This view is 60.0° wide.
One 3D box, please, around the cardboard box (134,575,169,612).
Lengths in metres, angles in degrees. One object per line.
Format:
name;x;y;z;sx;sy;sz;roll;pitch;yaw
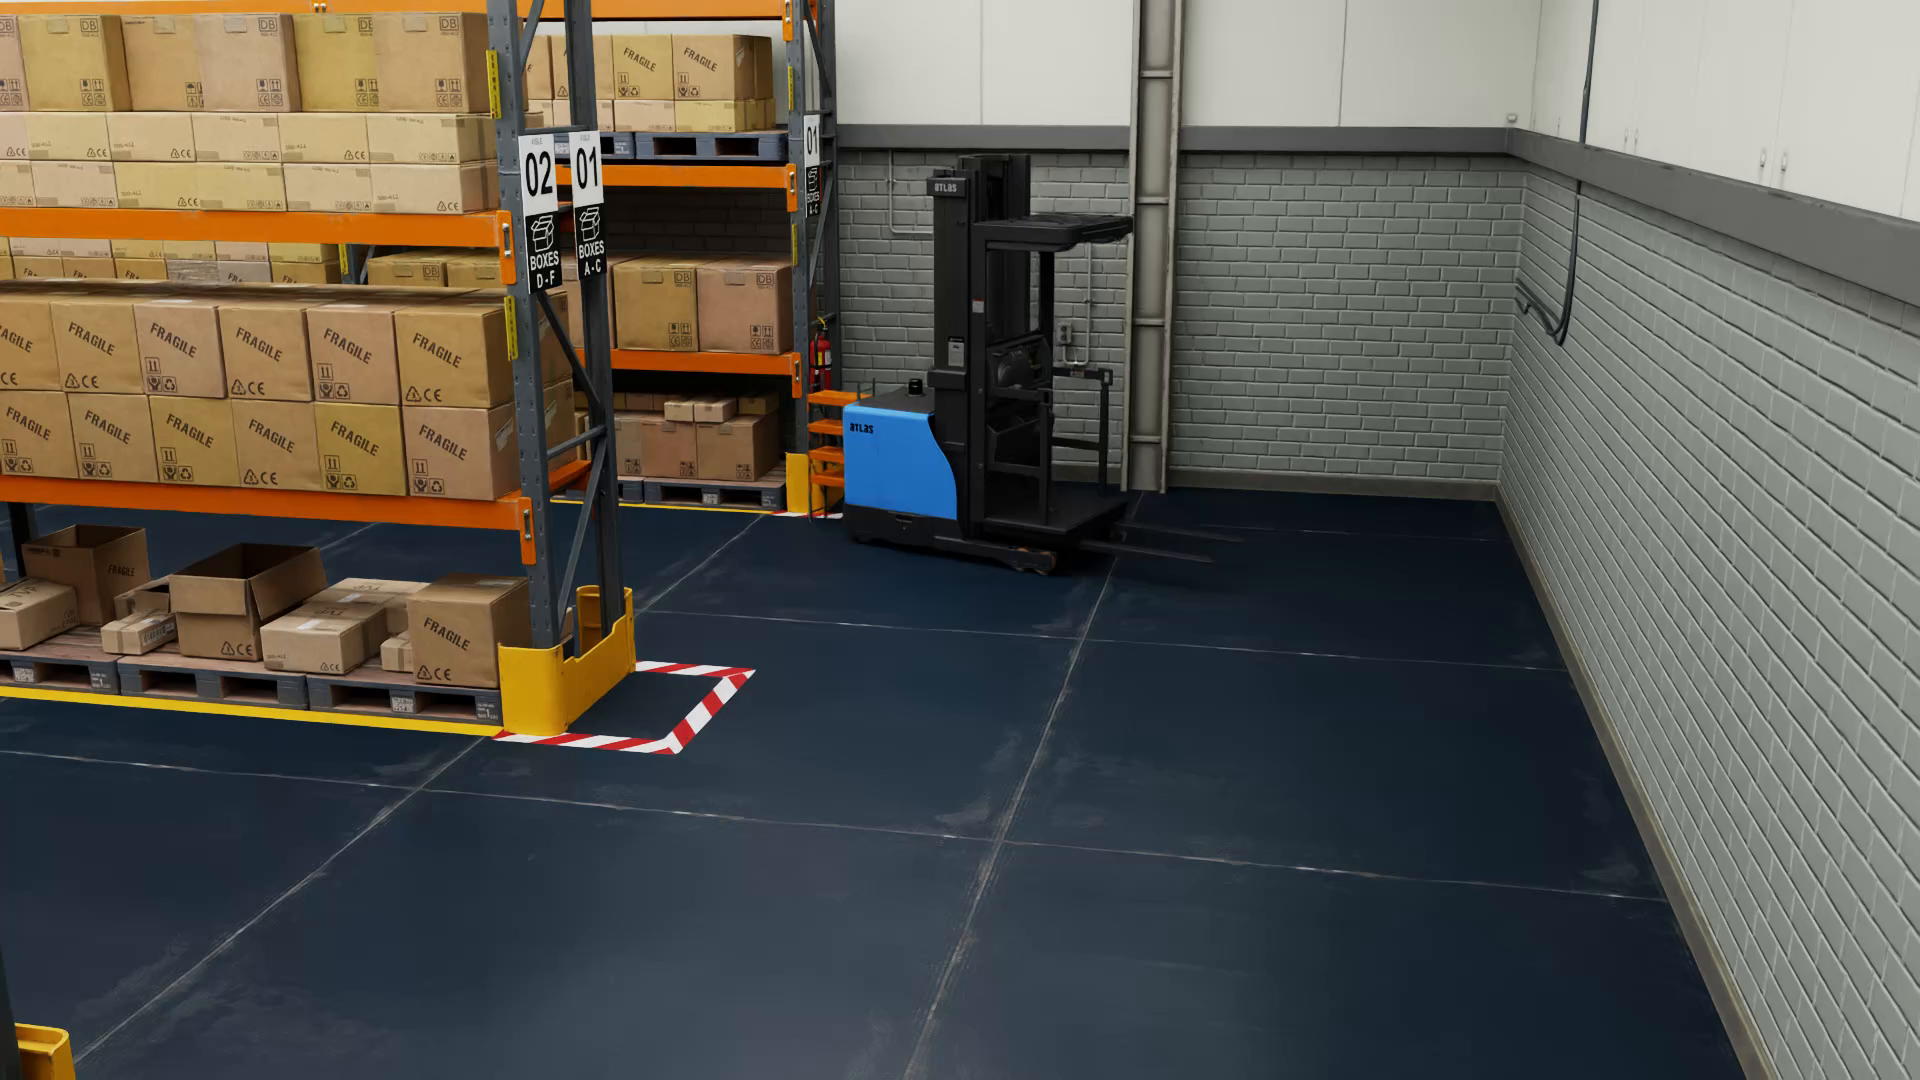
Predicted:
cardboard box;-4.745;0.343;10.347;0.500;0.311;0.500;3;16;11

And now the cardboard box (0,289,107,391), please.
cardboard box;-5.184;-1.141;9.430;0.500;0.500;0.500;3;16;9

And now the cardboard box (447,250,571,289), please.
cardboard box;-3.869;-2.104;14.406;0.700;0.700;0.980;3;16;10

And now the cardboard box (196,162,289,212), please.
cardboard box;-3.711;-1.908;8.923;0.500;0.250;0.500;3;16;11

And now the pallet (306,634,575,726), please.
pallet;-3.031;0.774;9.803;1.213;0.211;1.003;3;16;11

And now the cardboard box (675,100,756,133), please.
cardboard box;-1.962;-3.413;13.383;0.500;0.250;0.500;4;16;13

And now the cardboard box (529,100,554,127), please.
cardboard box;-3.486;-3.495;13.677;0.500;0.250;0.500;3;16;10

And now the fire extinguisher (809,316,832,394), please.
fire extinguisher;-1.136;-1.474;13.538;0.183;0.674;0.296;3;16;11

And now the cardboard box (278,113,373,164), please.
cardboard box;-3.219;-2.125;8.770;0.500;0.250;0.500;3;16;11

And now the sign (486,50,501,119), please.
sign;-2.305;-2.252;8.225;0.005;0.325;0.100;3;16;11

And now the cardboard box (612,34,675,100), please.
cardboard box;-2.451;-3.802;13.382;0.500;0.500;0.500;4;16;13

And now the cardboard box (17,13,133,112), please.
cardboard box;-4.658;-2.608;9.107;0.500;0.500;0.700;3;16;11

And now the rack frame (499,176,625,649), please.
rack frame;-2.175;-0.524;9.264;0.127;3.000;1.000;3;16;11

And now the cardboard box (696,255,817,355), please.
cardboard box;-1.693;-1.989;13.991;0.700;0.700;0.980;4;16;14

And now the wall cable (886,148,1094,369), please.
wall cable;0.252;-2.489;14.455;1.851;1.984;0.084;3;16;11

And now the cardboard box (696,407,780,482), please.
cardboard box;-1.898;-0.829;14.260;0.500;0.500;0.700;3;16;11

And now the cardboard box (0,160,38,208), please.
cardboard box;-5.179;-1.992;9.225;0.500;0.250;0.500;3;16;11

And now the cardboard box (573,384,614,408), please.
cardboard box;-3.226;-1.267;14.629;0.250;0.149;0.380;3;16;10

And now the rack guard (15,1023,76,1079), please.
rack guard;-3.140;1.974;4.928;0.348;0.500;1.175;3;16;11

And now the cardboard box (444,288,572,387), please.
cardboard box;-2.557;-1.146;9.451;0.500;0.500;0.500;4;16;13

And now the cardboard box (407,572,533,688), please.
cardboard box;-2.757;0.504;9.411;0.500;0.500;0.500;3;16;11

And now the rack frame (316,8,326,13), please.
rack frame;-5.111;-4.924;13.910;0.127;3.000;1.000;3;16;11

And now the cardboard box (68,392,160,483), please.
cardboard box;-4.658;-0.633;9.470;0.500;0.500;0.500;3;16;11

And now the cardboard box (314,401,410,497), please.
cardboard box;-3.177;-0.551;9.176;0.500;0.500;0.500;3;16;12

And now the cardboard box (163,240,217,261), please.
cardboard box;-6.619;-2.610;14.608;0.500;0.250;0.500;3;16;12

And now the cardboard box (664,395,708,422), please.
cardboard box;-2.310;-1.114;14.075;0.250;0.149;0.380;4;16;13

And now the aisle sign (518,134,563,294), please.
aisle sign;-2.169;-1.693;8.614;0.004;0.787;0.394;3;16;11

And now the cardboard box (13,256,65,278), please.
cardboard box;-8.095;-2.323;14.979;0.500;0.500;0.500;4;16;13

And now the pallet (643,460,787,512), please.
pallet;-1.991;-0.498;14.395;1.213;0.211;1.003;3;16;11

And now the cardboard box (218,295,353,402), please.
cardboard box;-3.670;-1.059;9.134;0.500;0.500;0.500;4;16;13

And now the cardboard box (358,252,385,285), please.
cardboard box;-5.512;-2.324;14.981;0.500;0.500;0.500;3;16;9

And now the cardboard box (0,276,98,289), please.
cardboard box;-5.548;-1.307;10.033;0.500;0.500;0.500;3;16;11

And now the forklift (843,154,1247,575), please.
forklift;0.622;-1.321;12.272;3.031;2.935;1.130;9;18;29

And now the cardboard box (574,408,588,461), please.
cardboard box;-3.405;-0.908;14.548;0.500;0.500;0.700;3;16;12

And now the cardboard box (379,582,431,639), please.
cardboard box;-3.141;0.460;10.040;0.500;0.250;0.500;3;16;11

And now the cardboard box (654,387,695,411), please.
cardboard box;-2.477;-1.227;14.484;0.250;0.149;0.380;3;16;12

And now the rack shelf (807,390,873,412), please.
rack shelf;-0.947;-1.091;13.211;0.480;0.148;0.258;9;18;29

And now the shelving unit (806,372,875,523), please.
shelving unit;-0.947;-0.712;13.316;0.503;1.200;0.258;9;18;29

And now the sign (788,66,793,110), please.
sign;-1.313;-3.513;12.925;0.005;0.325;0.100;3;16;11

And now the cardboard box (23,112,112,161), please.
cardboard box;-4.690;-2.204;9.055;0.500;0.250;0.500;3;16;11

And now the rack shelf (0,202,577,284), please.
rack shelf;-4.135;-1.729;9.344;4.000;0.370;1.077;3;16;11

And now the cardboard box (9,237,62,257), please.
cardboard box;-8.111;-2.688;14.890;0.500;0.250;0.500;3;16;10

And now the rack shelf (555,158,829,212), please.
rack shelf;-3.152;-3.025;14.022;4.000;0.370;1.077;3;16;11

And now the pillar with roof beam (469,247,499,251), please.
pillar with roof beam;-5.111;-3.987;10.527;0.400;9.000;9.100;3;16;11

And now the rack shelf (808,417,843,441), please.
rack shelf;-0.947;-0.863;13.274;0.480;0.148;0.258;9;18;29

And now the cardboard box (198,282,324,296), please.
cardboard box;-4.058;-1.227;9.742;0.500;0.500;0.500;3;16;11

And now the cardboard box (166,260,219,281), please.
cardboard box;-6.606;-2.246;14.699;0.500;0.500;0.500;3;16;11

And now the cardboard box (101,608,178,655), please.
cardboard box;-4.877;0.539;9.910;0.250;0.166;0.380;3;16;11

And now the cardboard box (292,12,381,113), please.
cardboard box;-3.155;-2.571;8.976;0.500;0.500;0.700;3;16;11
